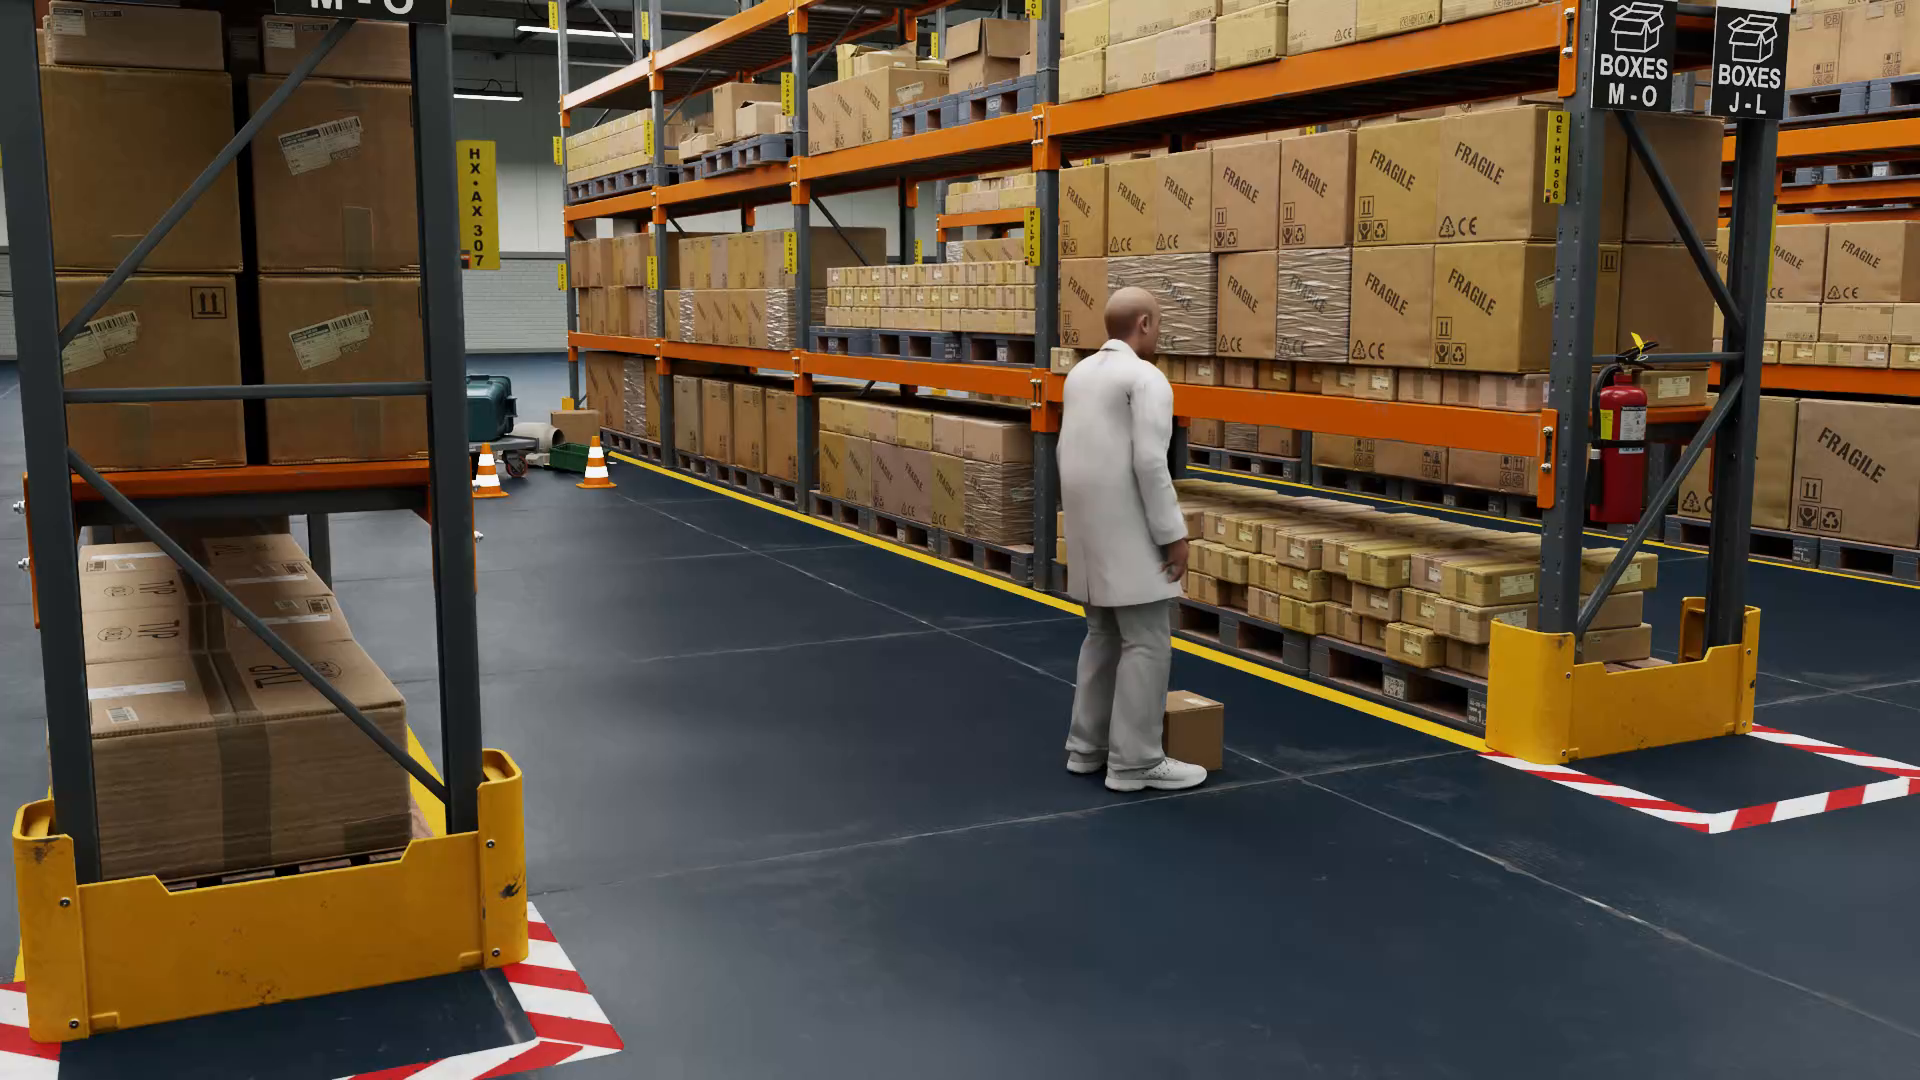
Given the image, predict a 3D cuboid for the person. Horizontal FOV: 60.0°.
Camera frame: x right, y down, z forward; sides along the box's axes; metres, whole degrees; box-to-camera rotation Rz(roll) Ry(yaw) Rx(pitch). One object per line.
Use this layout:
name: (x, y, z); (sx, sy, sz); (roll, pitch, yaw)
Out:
person: (3.088, -1.198, 14.051); (12.570, 1.775, 12.570); (-4, 9, -28)
